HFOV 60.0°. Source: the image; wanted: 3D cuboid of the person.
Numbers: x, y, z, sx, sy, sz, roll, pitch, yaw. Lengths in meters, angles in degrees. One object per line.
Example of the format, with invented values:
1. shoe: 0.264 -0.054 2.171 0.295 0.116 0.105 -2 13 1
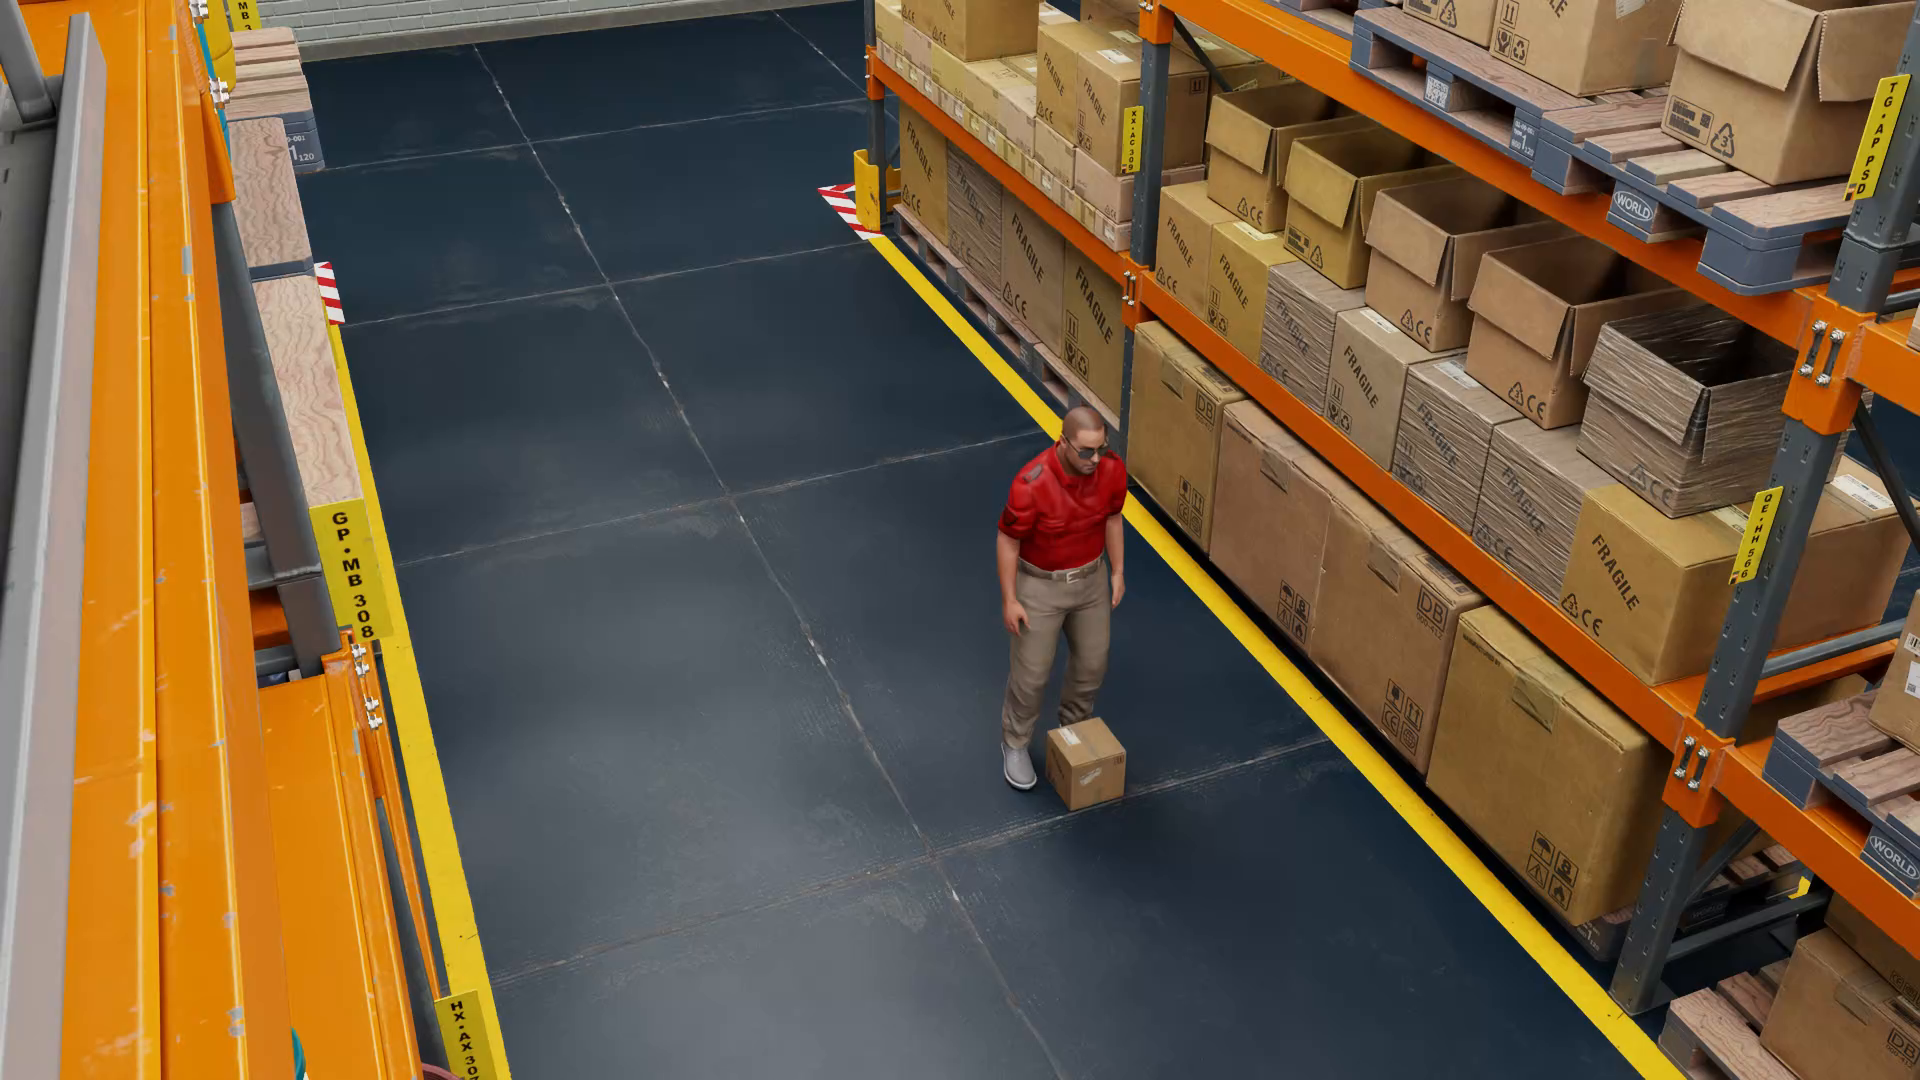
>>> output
1. person: 0.426 0.202 6.846 0.587 1.725 0.392 -14 36 -21
